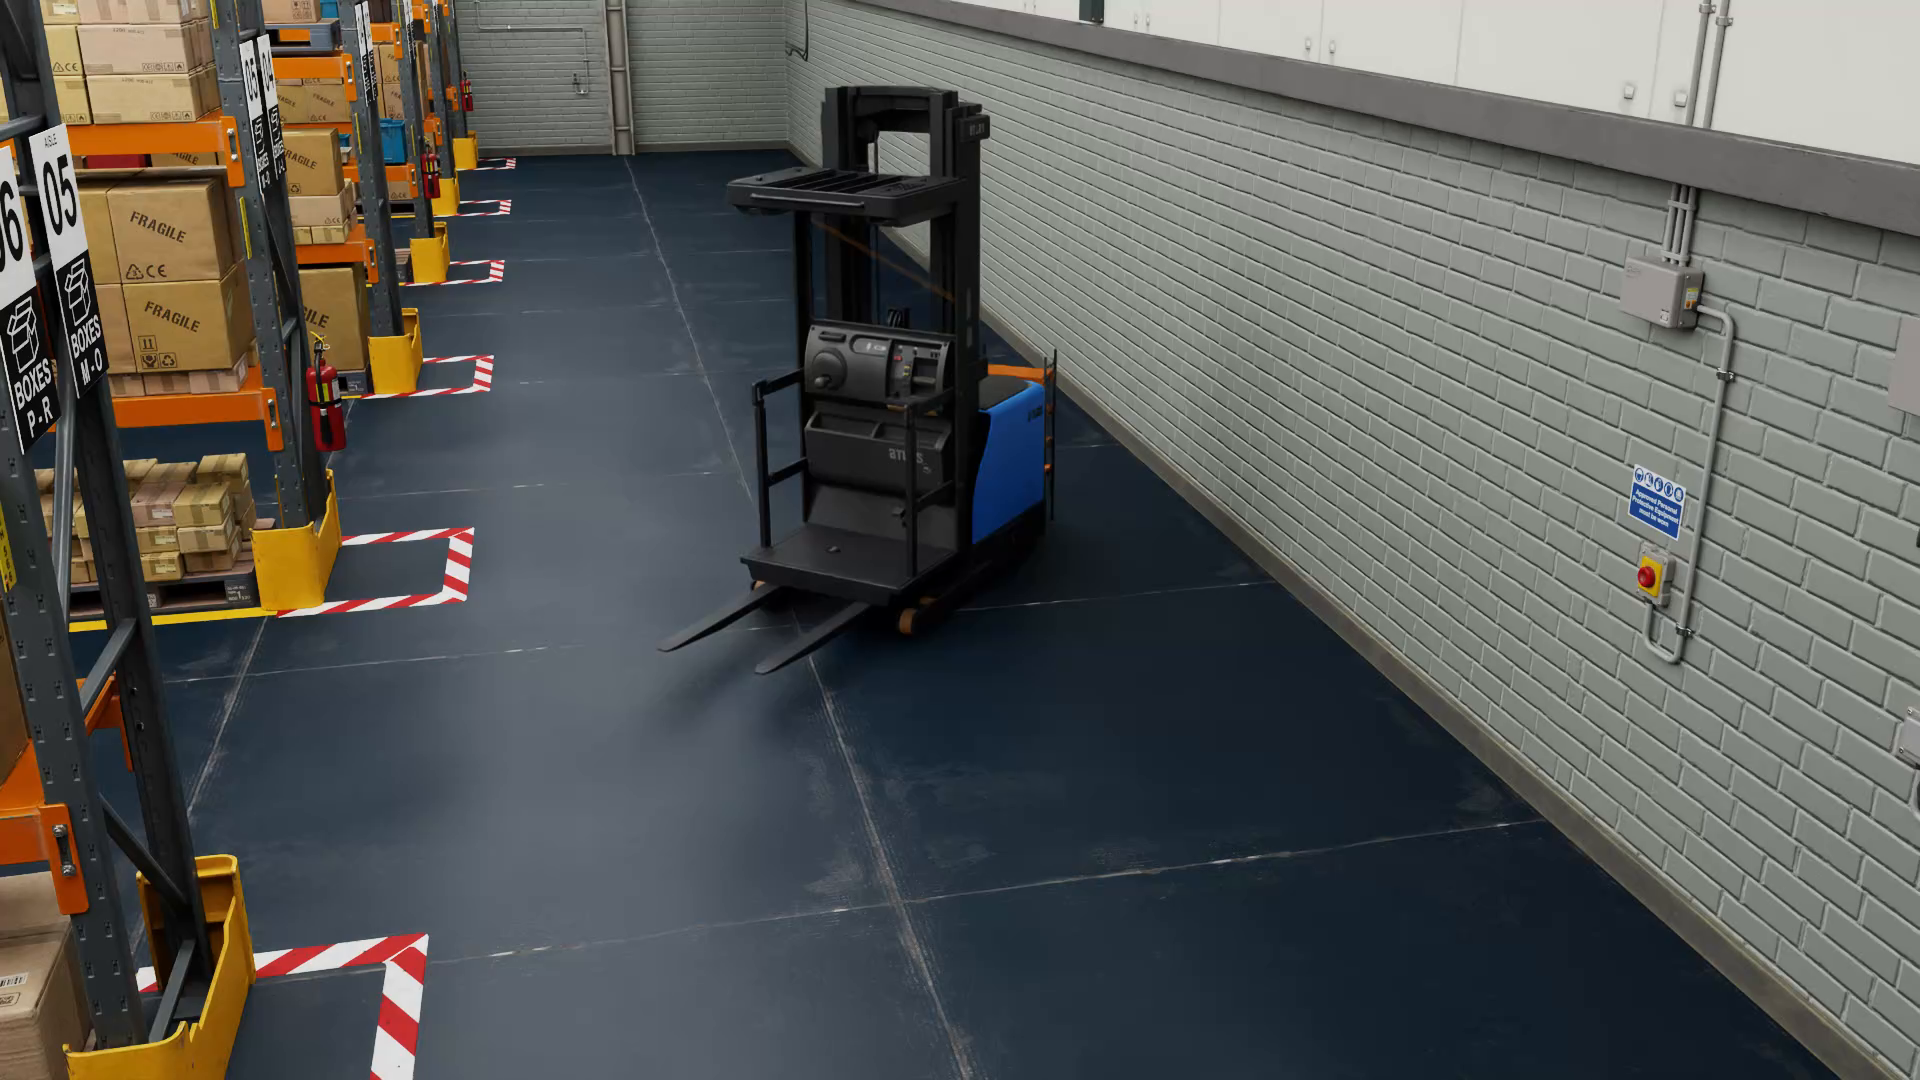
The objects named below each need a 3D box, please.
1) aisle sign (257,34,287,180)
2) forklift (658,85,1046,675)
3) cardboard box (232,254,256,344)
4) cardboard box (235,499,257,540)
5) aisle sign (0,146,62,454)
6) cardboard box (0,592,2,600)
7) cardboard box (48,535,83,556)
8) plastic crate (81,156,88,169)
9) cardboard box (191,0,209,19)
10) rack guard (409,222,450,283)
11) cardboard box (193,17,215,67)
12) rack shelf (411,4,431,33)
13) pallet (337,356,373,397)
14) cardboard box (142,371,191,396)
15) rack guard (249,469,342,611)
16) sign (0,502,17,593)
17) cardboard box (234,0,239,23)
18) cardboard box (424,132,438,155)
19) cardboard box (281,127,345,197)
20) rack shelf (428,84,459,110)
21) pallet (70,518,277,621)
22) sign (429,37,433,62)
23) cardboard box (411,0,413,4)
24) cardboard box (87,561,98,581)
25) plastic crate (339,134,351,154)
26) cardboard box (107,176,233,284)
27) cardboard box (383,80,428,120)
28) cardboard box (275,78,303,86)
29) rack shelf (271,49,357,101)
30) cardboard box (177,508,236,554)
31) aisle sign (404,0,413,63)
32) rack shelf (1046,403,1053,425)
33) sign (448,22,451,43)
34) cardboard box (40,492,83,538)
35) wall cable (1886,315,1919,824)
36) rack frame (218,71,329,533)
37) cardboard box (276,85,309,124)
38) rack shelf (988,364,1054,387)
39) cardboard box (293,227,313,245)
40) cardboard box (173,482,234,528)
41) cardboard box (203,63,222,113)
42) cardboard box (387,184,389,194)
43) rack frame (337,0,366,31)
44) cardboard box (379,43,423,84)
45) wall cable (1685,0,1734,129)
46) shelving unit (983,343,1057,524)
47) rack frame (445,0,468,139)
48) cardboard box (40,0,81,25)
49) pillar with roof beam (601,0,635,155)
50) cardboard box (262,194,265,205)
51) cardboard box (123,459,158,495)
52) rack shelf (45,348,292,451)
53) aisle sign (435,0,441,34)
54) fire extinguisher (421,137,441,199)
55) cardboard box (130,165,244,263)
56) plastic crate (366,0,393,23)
[{"bbox_3d":[-4.005,-2.526,9.689,0.004,0.787,0.394,-5,21,-12],"label":"aisle sign"},{"bbox_3d":[-0.582,-1.000,9.405,1.130,2.935,3.031,10,23,26],"label":"forklift"},{"bbox_3d":[-4.508,-1.442,9.933,0.500,0.500,0.500,-4,20,-10],"label":"cardboard box"},{"bbox_3d":[-4.591,-0.123,10.443,0.250,0.149,0.380,-4,21,-11],"label":"cardboard box"},{"bbox_3d":[-2.628,-0.672,4.630,0.004,0.787,0.394,-5,21,-12],"label":"aisle sign"},{"bbox_3d":[-3.184,0.052,4.834,0.500,0.500,0.500,-4,20,-11],"label":"cardboard box"},{"bbox_3d":[-5.246,-0.031,9.760,0.250,0.149,0.380,-5,21,-13],"label":"cardboard box"},{"bbox_3d":[-9.597,-4.102,18.067,0.243,0.136,0.396,-5,21,-12],"label":"plastic crate"},{"bbox_3d":[-4.375,-3.009,9.339,0.250,0.149,0.380,-5,21,-13],"label":"cardboard box"},{"bbox_3d":[-6.169,-3.357,19.373,0.348,0.500,1.175,-5,21,-12],"label":"rack guard"},{"bbox_3d":[-4.504,-2.823,9.410,0.500,0.250,0.500,-4,21,-12],"label":"cardboard box"},{"bbox_3d":[-9.272,-7.096,22.629,4.000,0.370,1.077,-5,21,-12],"label":"rack shelf"},{"bbox_3d":[-5.810,-1.468,14.636,1.213,0.211,1.003,-5,21,-12],"label":"pallet"},{"bbox_3d":[-4.510,-0.953,9.541,0.250,0.149,0.380,-5,21,-13],"label":"cardboard box"},{"bbox_3d":[-4.081,-0.019,10.259,0.348,0.500,1.175,-5,21,-12],"label":"rack guard"},{"bbox_3d":[-2.658,-0.022,4.606,0.005,0.325,0.100,-5,21,-12],"label":"sign"},{"bbox_3d":[-6.119,-4.503,13.605,0.500,0.500,0.700,-5,21,-14],"label":"cardboard box"},{"bbox_3d":[-9.128,-6.776,28.094,0.500,0.500,0.700,-5,21,-12],"label":"cardboard box"},{"bbox_3d":[-5.464,-3.162,13.900,0.500,0.500,0.500,-4,21,-12],"label":"cardboard box"},{"bbox_3d":[-10.416,-7.345,27.671,4.000,0.370,1.077,-5,21,-12],"label":"rack shelf"},{"bbox_3d":[-4.880,0.169,10.166,1.213,0.211,1.003,-5,21,-12],"label":"pallet"},{"bbox_3d":[-7.218,-6.688,22.688,0.005,0.325,0.100,-5,21,-12],"label":"sign"},{"bbox_3d":[-7.884,-7.566,23.084,0.500,0.250,0.500,-5,21,-12],"label":"cardboard box"},{"bbox_3d":[-4.975,0.101,9.833,0.250,0.149,0.380,-5,21,-13],"label":"cardboard box"},{"bbox_3d":[-7.146,-4.513,19.050,0.300,0.233,0.416,-5,21,-12],"label":"plastic crate"},{"bbox_3d":[-4.395,-1.735,9.279,0.500,0.500,0.500,-5,21,-14],"label":"cardboard box"},{"bbox_3d":[-7.699,-6.104,23.090,0.500,0.500,0.500,-4,20,-11],"label":"cardboard box"},{"bbox_3d":[-9.191,-6.449,22.579,0.500,0.500,0.500,-4,20,-11],"label":"cardboard box"},{"bbox_3d":[-6.996,-3.779,13.576,4.000,0.370,1.077,-5,21,-12],"label":"rack shelf"},{"bbox_3d":[-4.455,-0.060,9.838,0.250,0.149,0.380,-5,21,-14],"label":"cardboard box"},{"bbox_3d":[-6.052,-5.653,18.227,0.004,0.787,0.394,-5,21,-12],"label":"aisle sign"},{"bbox_3d":[0.357,-0.824,10.984,0.480,0.148,0.258,7,21,19],"label":"rack shelf"},{"bbox_3d":[-8.358,-8.313,27.240,0.005,0.325,0.100,-5,21,-12],"label":"sign"},{"bbox_3d":[-5.211,-0.147,9.644,0.250,0.149,0.380,-5,21,-15],"label":"cardboard box"},{"bbox_3d":[3.050,-0.007,5.116,0.122,1.984,0.588,-5,21,-12],"label":"wall cable"},{"bbox_3d":[-4.007,-1.199,9.846,0.127,3.000,1.000,-5,21,-12],"label":"rack frame"},{"bbox_3d":[-9.180,-5.984,22.764,0.500,0.500,0.500,-5,21,-13],"label":"cardboard box"},{"bbox_3d":[0.357,-1.046,10.902,0.480,0.148,0.258,7,21,19],"label":"rack shelf"},{"bbox_3d":[-5.573,-2.589,14.008,0.250,0.149,0.380,-4,21,-12],"label":"cardboard box"},{"bbox_3d":[-4.464,-0.210,9.816,0.250,0.149,0.380,-4,21,-12],"label":"cardboard box"},{"bbox_3d":[-4.503,-2.587,9.492,0.500,0.250,0.500,-4,20,-11],"label":"cardboard box"},{"bbox_3d":[-8.213,-4.932,23.517,0.250,0.166,0.380,-5,21,-12],"label":"cardboard box"},{"bbox_3d":[-5.050,-5.684,13.368,0.127,3.000,1.000,-5,21,-12],"label":"rack frame"},{"bbox_3d":[-7.696,-6.572,22.917,0.500,0.500,0.500,-5,21,-13],"label":"cardboard box"},{"bbox_3d":[2.701,-2.911,5.799,0.029,3.000,0.463,-5,21,-12],"label":"wall cable"},{"bbox_3d":[0.357,-0.677,11.038,0.503,1.200,0.258,7,21,19],"label":"shelving unit"},{"bbox_3d":[-8.470,-7.841,27.979,0.127,3.000,1.000,-5,21,-12],"label":"rack frame"},{"bbox_3d":[-4.775,-2.827,8.841,0.250,0.149,0.380,-5,21,-14],"label":"cardboard box"},{"bbox_3d":[-5.050,-9.720,24.387,0.400,9.000,9.100,-5,21,-12],"label":"pillar with roof beam"},{"bbox_3d":[-5.954,-2.769,13.919,0.500,0.250,0.500,-5,21,-13],"label":"cardboard box"},{"bbox_3d":[-5.110,-0.370,10.252,0.250,0.149,0.380,-5,21,-13],"label":"cardboard box"},{"bbox_3d":[-5.953,-0.703,9.538,4.000,0.370,1.077,-5,21,-12],"label":"rack shelf"},{"bbox_3d":[-7.327,-7.508,23.289,0.004,0.787,0.394,-5,21,-12],"label":"aisle sign"},{"bbox_3d":[-5.938,-4.173,18.621,0.183,0.674,0.296,-5,21,-12],"label":"fire extinguisher"},{"bbox_3d":[-4.505,-1.908,9.751,0.500,0.500,0.500,-5,21,-13],"label":"cardboard box"},{"bbox_3d":[-6.629,-5.935,18.604,0.590,0.269,0.497,-5,21,-12],"label":"plastic crate"}]
